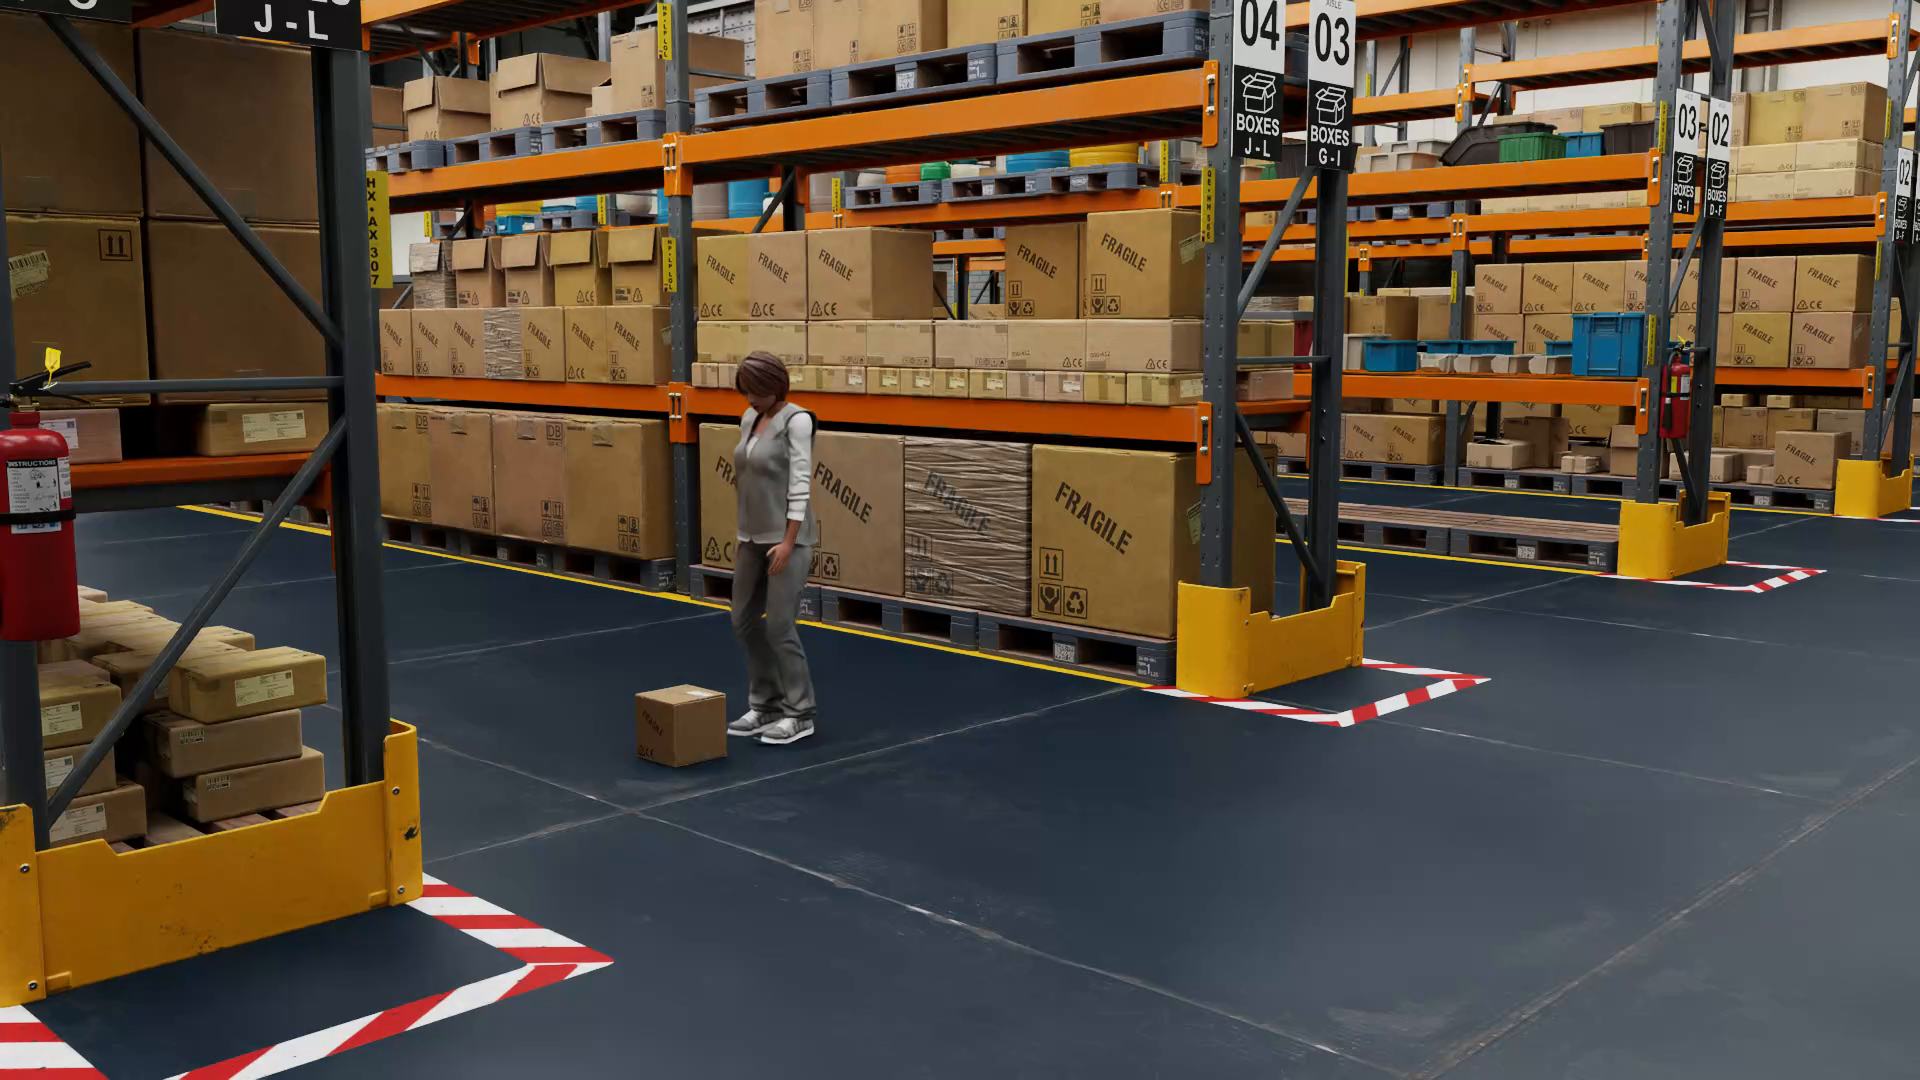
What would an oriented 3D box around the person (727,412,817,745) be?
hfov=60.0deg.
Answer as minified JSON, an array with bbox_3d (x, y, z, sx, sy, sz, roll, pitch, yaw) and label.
[{"bbox_3d":[-0.739,0.141,6.721,0.315,1.350,0.420,-7,10,-44],"label":"person"}]
